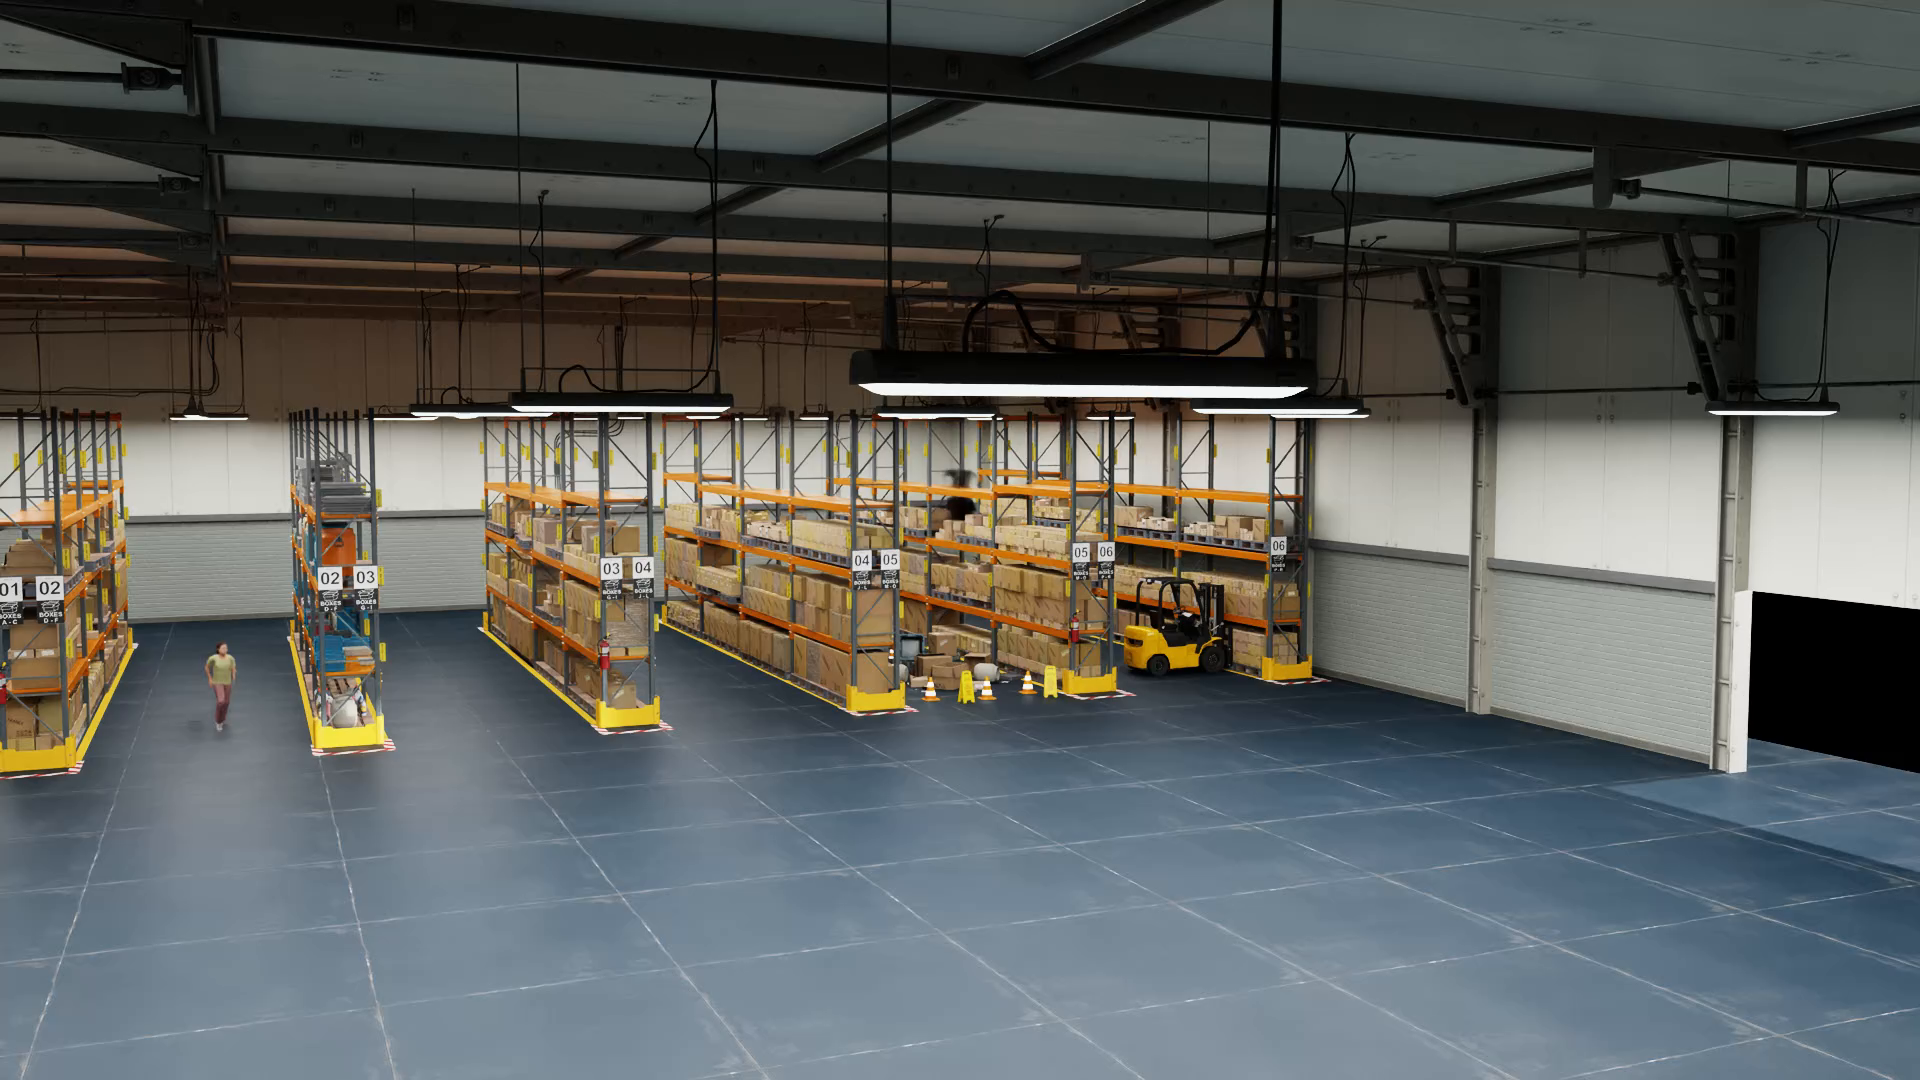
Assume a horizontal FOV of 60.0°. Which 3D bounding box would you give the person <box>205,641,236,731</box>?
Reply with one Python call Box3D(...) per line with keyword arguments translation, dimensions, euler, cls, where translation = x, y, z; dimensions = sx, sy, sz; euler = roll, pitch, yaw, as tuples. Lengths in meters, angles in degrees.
Box3D(translation=(-13.814, 2.732, 31.123), dimensions=(0.499, 1.694, 0.770), euler=(-4, 5, -43), cls="person")
